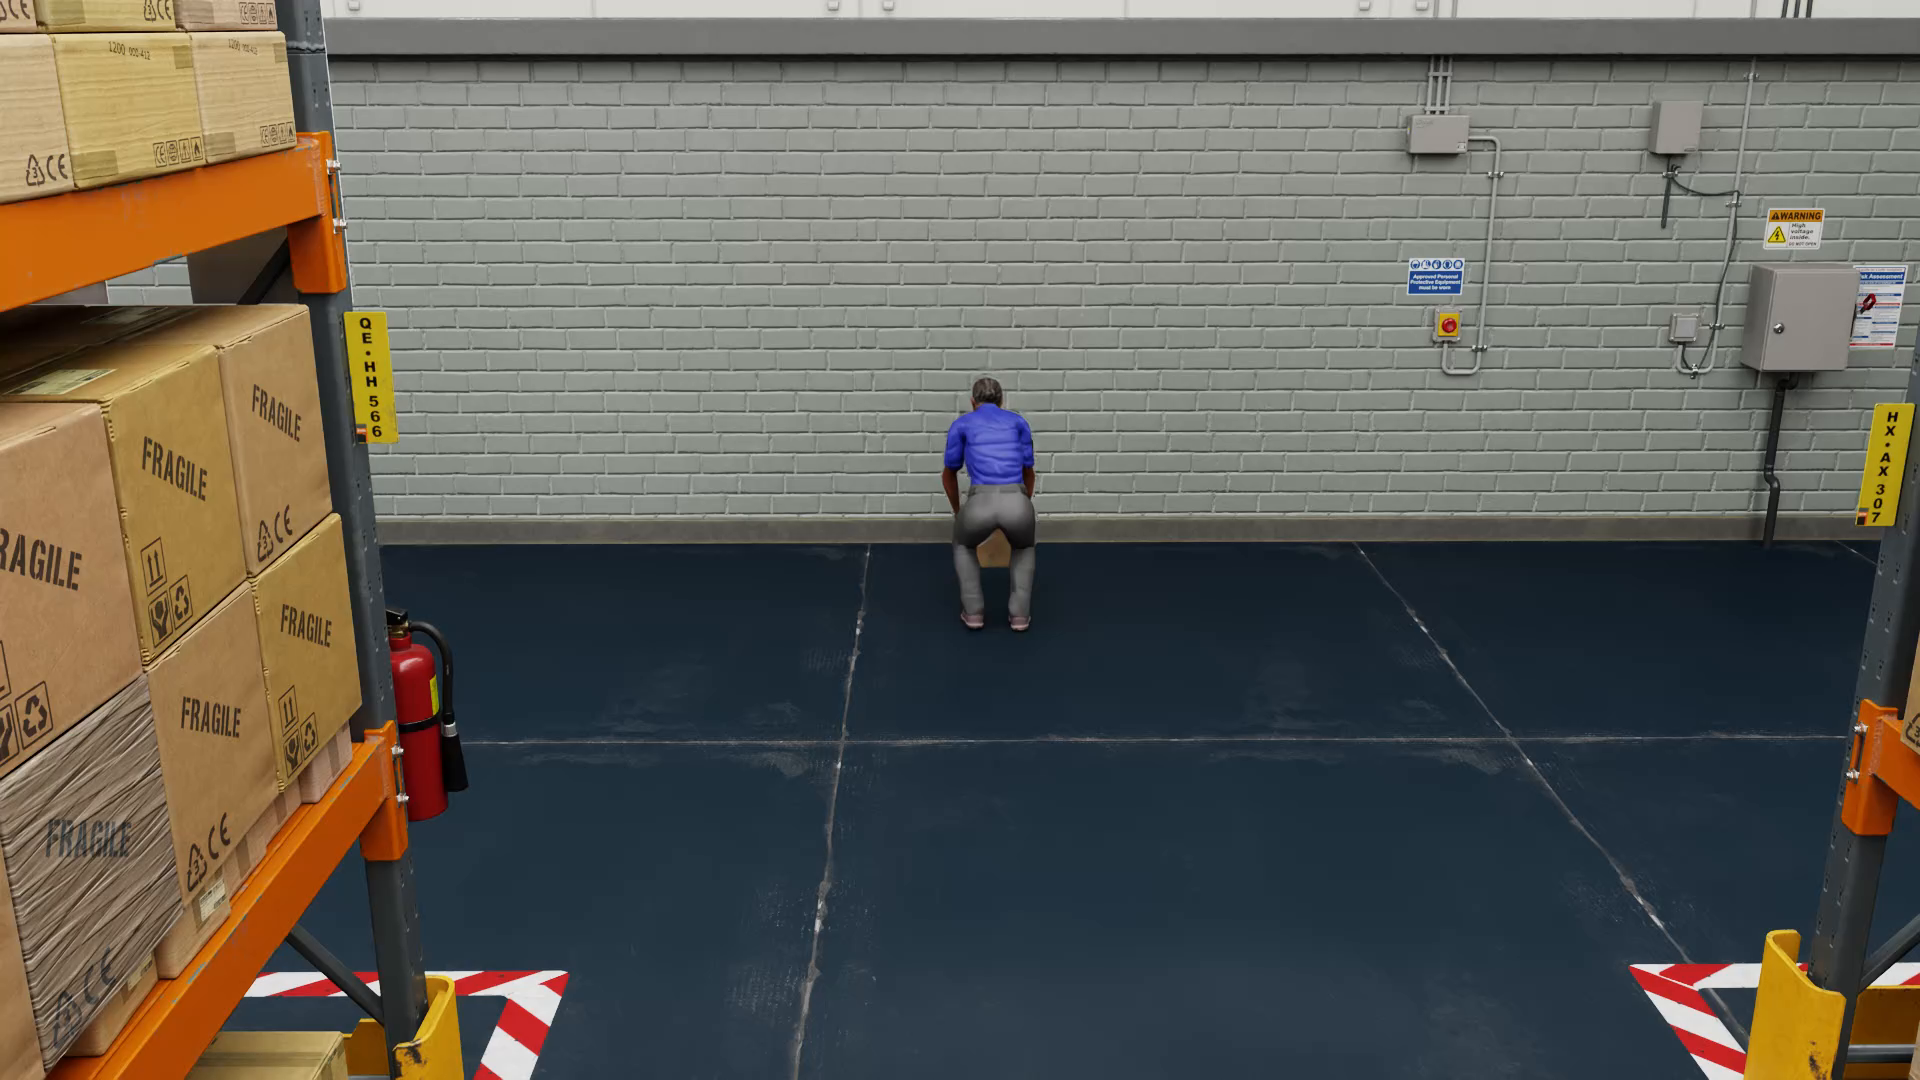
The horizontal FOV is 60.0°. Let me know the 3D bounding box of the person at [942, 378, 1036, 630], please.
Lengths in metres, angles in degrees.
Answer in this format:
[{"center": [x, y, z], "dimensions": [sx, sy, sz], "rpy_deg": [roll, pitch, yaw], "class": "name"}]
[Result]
[{"center": [0.153, -0.173, 8.763], "dimensions": [0.498, 1.280, 0.682], "rpy_deg": [0, 17, -1], "class": "person"}]
